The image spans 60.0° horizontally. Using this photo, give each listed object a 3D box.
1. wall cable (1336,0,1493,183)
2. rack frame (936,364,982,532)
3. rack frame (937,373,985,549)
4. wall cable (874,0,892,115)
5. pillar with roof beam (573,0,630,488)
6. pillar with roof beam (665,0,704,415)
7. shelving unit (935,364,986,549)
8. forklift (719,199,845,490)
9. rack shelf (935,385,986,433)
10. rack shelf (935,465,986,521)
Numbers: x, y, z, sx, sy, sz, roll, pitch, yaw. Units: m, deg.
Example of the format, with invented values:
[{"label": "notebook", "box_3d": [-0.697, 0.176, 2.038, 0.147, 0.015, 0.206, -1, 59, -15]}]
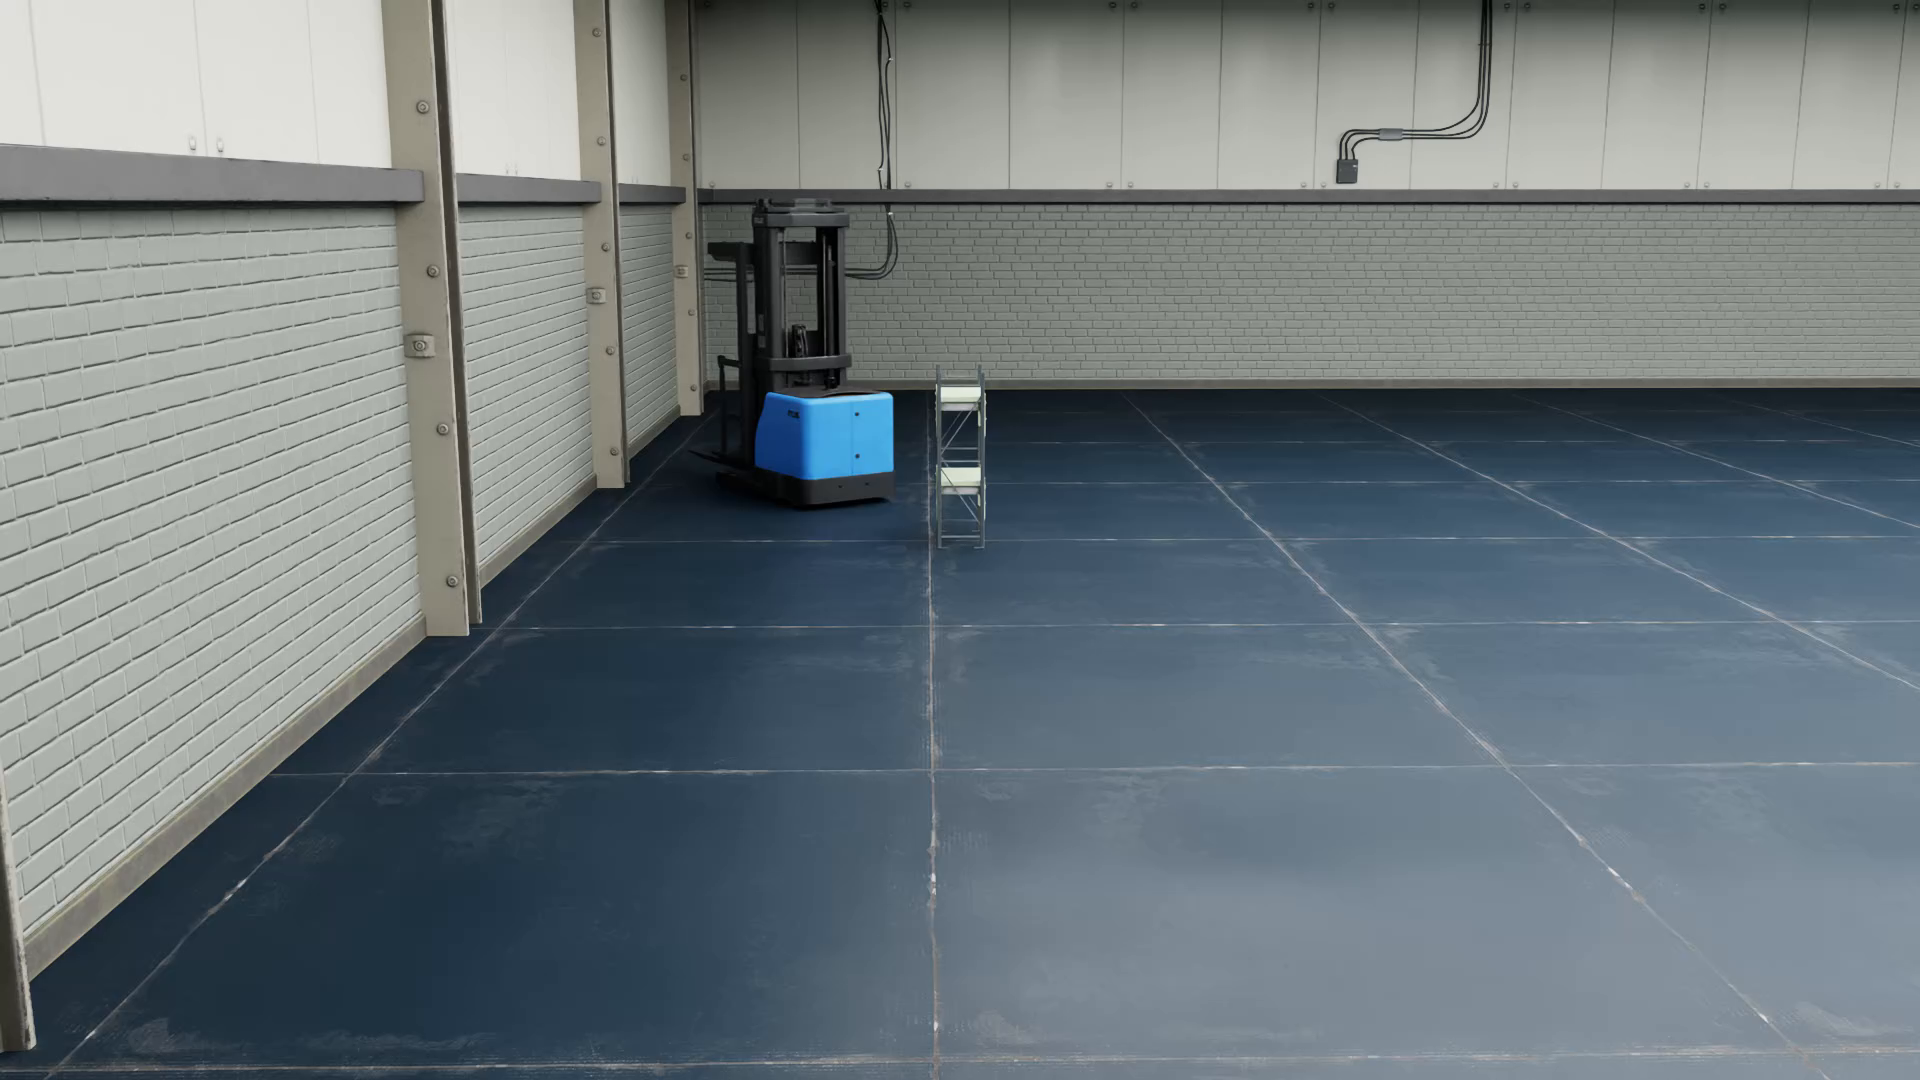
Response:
[{"label": "wall cable", "box_3d": [6.986, -8.475, 25.146, 2.305, 6.003, 0.169, 0, 11, -1]}, {"label": "rack frame", "box_3d": [-0.008, -0.809, 14.775, 0.400, 1.500, 0.023, 0, 11, -1]}, {"label": "rack frame", "box_3d": [0.007, -0.664, 14.058, 0.400, 1.500, 0.023, 0, 11, -1]}, {"label": "wall cable", "box_3d": [0.199, -7.737, 25.169, 3.097, 2.526, 0.112, 0, 11, -1]}, {"label": "pillar with roof beam", "box_3d": [0.661, -5.006, 16.602, 9.100, 9.000, 0.400, 0, 11, -1]}, {"label": "pillar with roof beam", "box_3d": [0.537, -6.199, 22.481, 9.100, 9.000, 0.400, 0, 11, -1]}, {"label": "shelving unit", "box_3d": [0.000, -0.736, 14.417, 0.431, 1.500, 0.755, 0, 11, -1]}, {"label": "forklift", "box_3d": [-1.876, -2.002, 17.053, 1.121, 2.935, 3.031, -8, 14, -33]}, {"label": "rack shelf", "box_3d": [0.000, -1.119, 14.339, 0.431, 0.370, 0.720, 0, 11, -1]}, {"label": "rack shelf", "box_3d": [0.000, -0.417, 14.481, 0.431, 0.370, 0.720, 0, 11, -1]}]
